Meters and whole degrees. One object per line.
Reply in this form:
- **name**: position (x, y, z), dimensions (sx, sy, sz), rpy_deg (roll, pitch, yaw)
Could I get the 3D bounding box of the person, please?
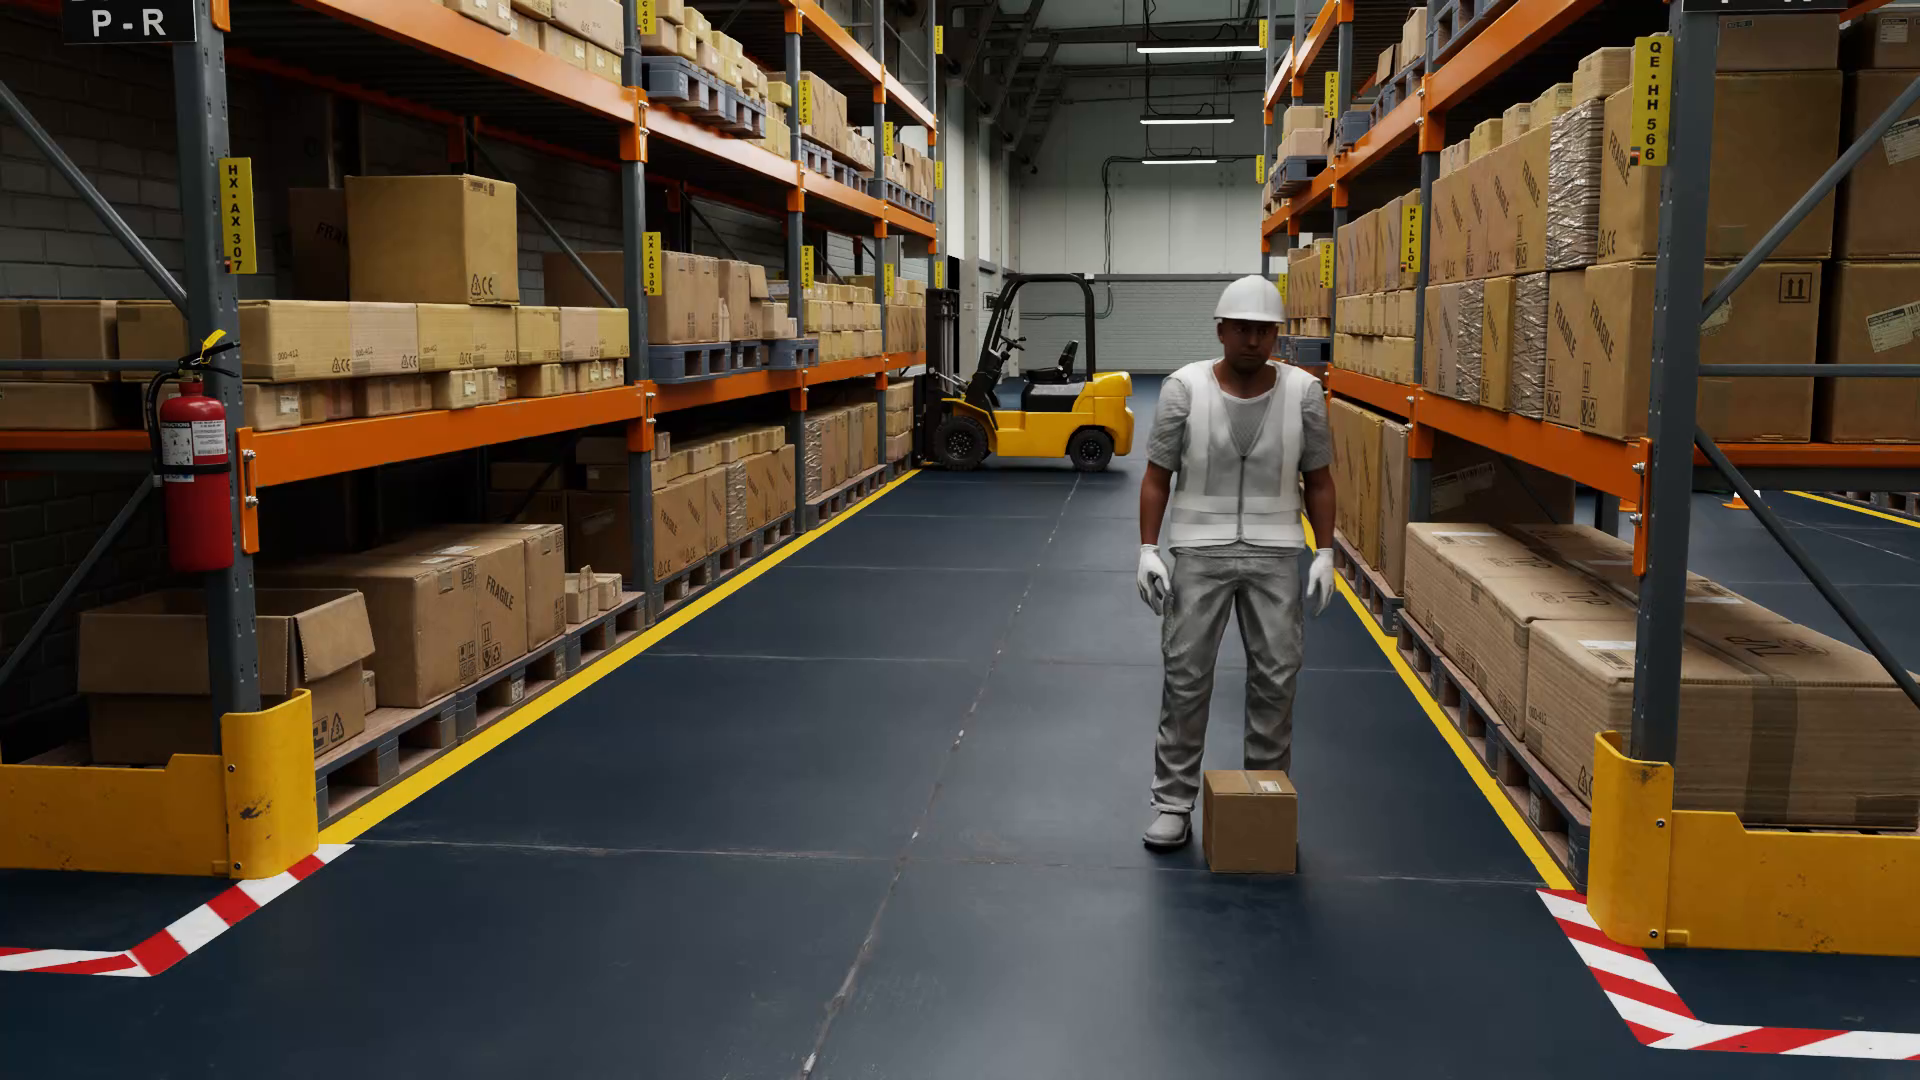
- **person**: position (0.862, 0.072, 5.195), dimensions (0.617, 1.774, 0.450), rpy_deg (1, 8, 4)
